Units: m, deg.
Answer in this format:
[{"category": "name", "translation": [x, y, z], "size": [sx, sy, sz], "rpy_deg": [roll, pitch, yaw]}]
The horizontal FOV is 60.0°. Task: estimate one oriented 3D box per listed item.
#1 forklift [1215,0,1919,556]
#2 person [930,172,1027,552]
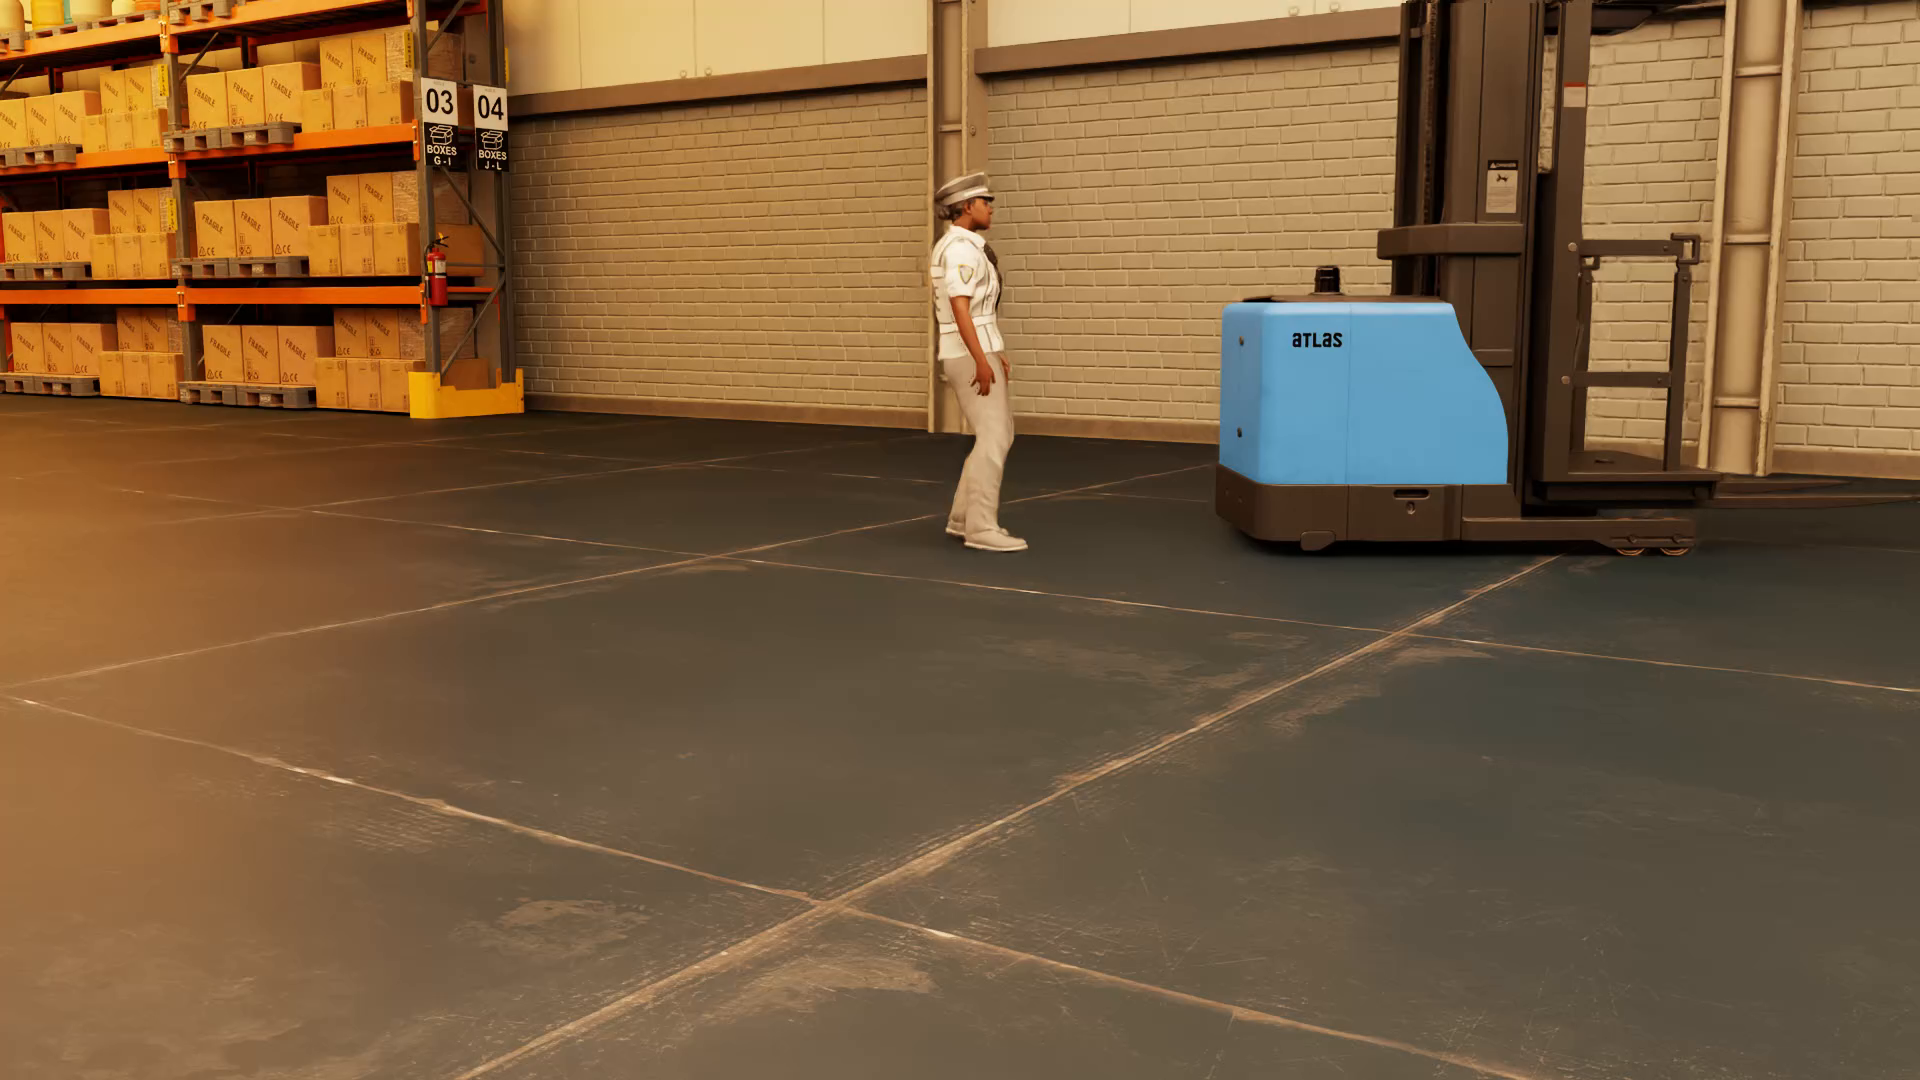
[{"category": "forklift", "translation": [2.756, -1.456, 7.433], "size": [3.031, 2.935, 1.130], "rpy_deg": [0, 8, -2]}, {"category": "person", "translation": [0.087, -0.806, 7.458], "size": [0.438, 1.670, 0.662], "rpy_deg": [0, 8, 2]}]
